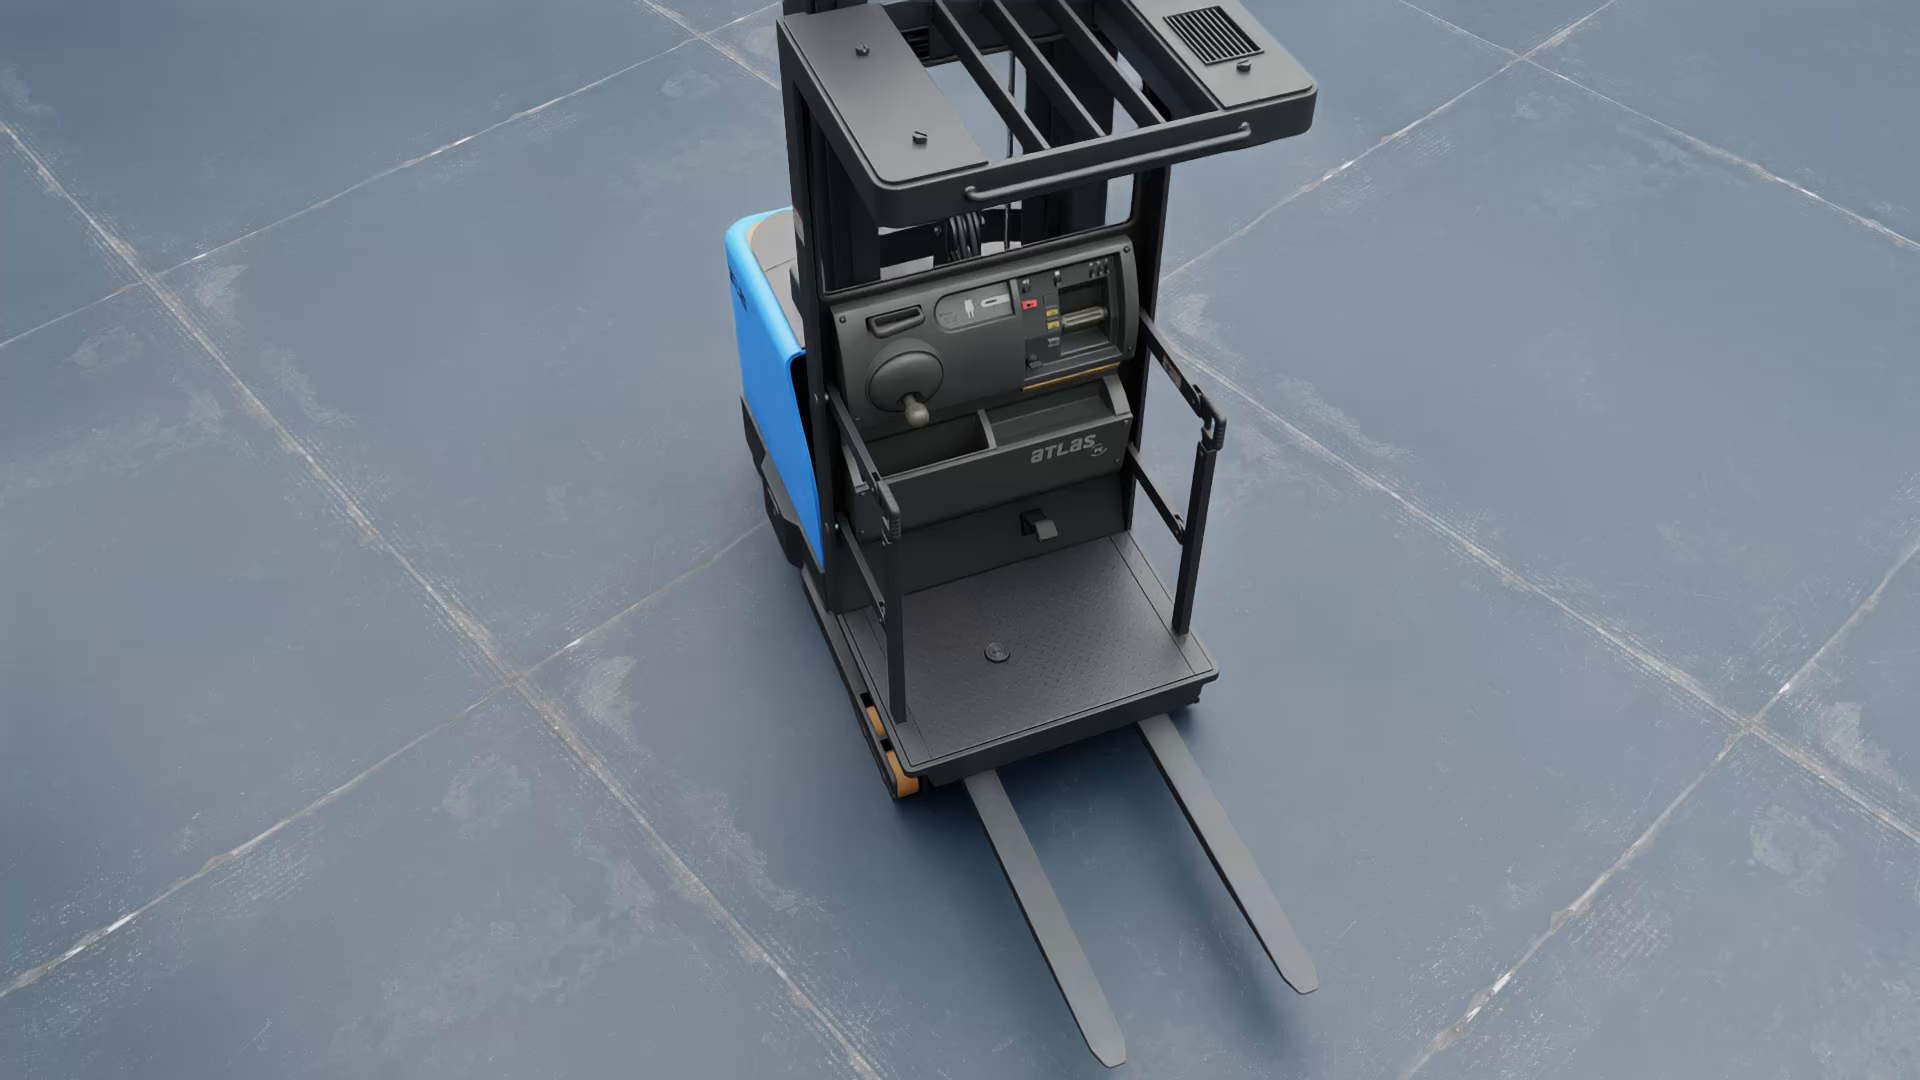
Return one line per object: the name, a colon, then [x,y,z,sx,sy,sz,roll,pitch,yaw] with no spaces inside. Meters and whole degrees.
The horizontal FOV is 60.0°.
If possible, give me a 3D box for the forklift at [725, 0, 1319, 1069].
forklift: [0.168,-0.506,4.723,1.130,2.935,3.031,-16,49,-14]
